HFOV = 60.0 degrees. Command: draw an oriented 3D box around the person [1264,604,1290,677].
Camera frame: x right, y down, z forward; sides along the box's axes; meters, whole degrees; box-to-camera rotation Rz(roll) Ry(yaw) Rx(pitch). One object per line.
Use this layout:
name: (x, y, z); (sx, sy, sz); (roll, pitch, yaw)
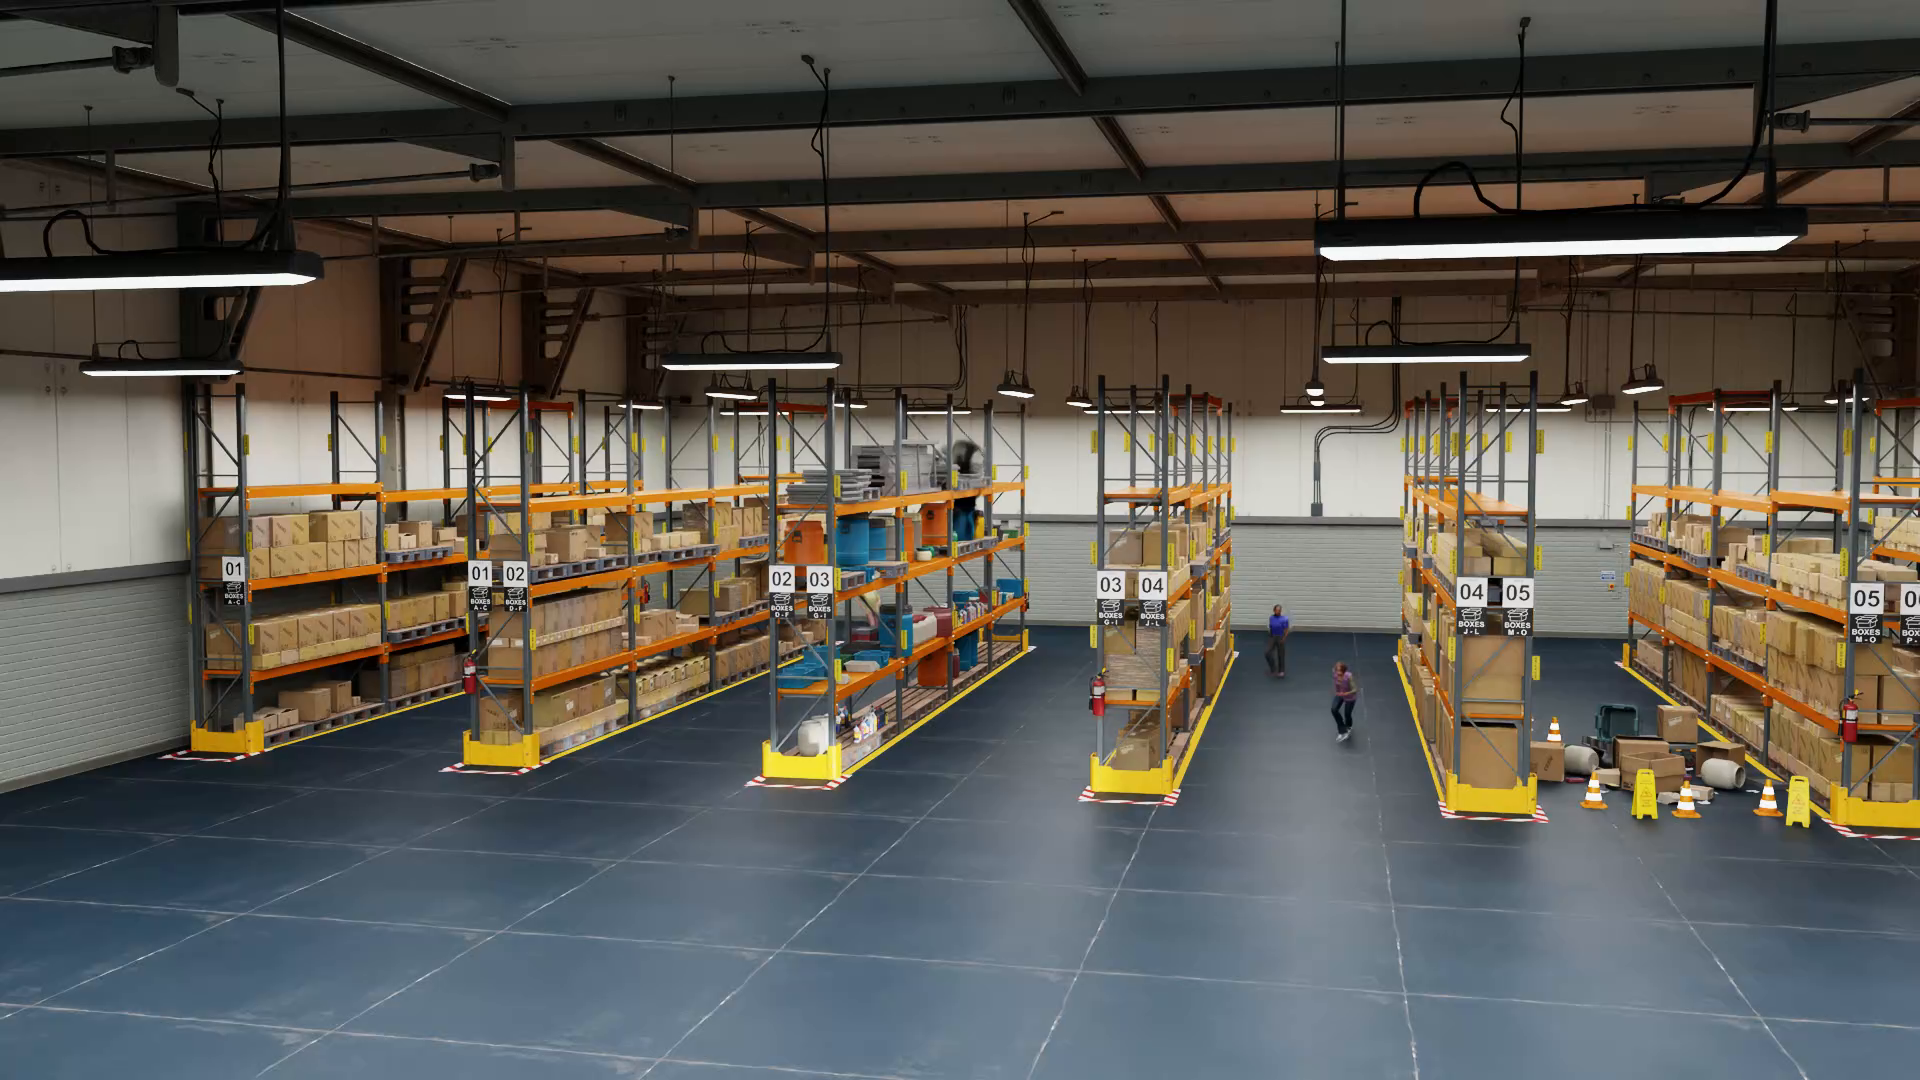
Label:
person: (6.830, 2.154, 35.649); (0.566, 1.601, 0.721); (2, 4, 32)

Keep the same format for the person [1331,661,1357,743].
person: (6.560, 2.704, 28.219); (0.525, 1.385, 1.047); (2, 4, 31)

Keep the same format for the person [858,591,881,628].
person: (-2.239, 1.823, 41.555); (0.575, 1.621, 0.695); (-1, 3, -19)
